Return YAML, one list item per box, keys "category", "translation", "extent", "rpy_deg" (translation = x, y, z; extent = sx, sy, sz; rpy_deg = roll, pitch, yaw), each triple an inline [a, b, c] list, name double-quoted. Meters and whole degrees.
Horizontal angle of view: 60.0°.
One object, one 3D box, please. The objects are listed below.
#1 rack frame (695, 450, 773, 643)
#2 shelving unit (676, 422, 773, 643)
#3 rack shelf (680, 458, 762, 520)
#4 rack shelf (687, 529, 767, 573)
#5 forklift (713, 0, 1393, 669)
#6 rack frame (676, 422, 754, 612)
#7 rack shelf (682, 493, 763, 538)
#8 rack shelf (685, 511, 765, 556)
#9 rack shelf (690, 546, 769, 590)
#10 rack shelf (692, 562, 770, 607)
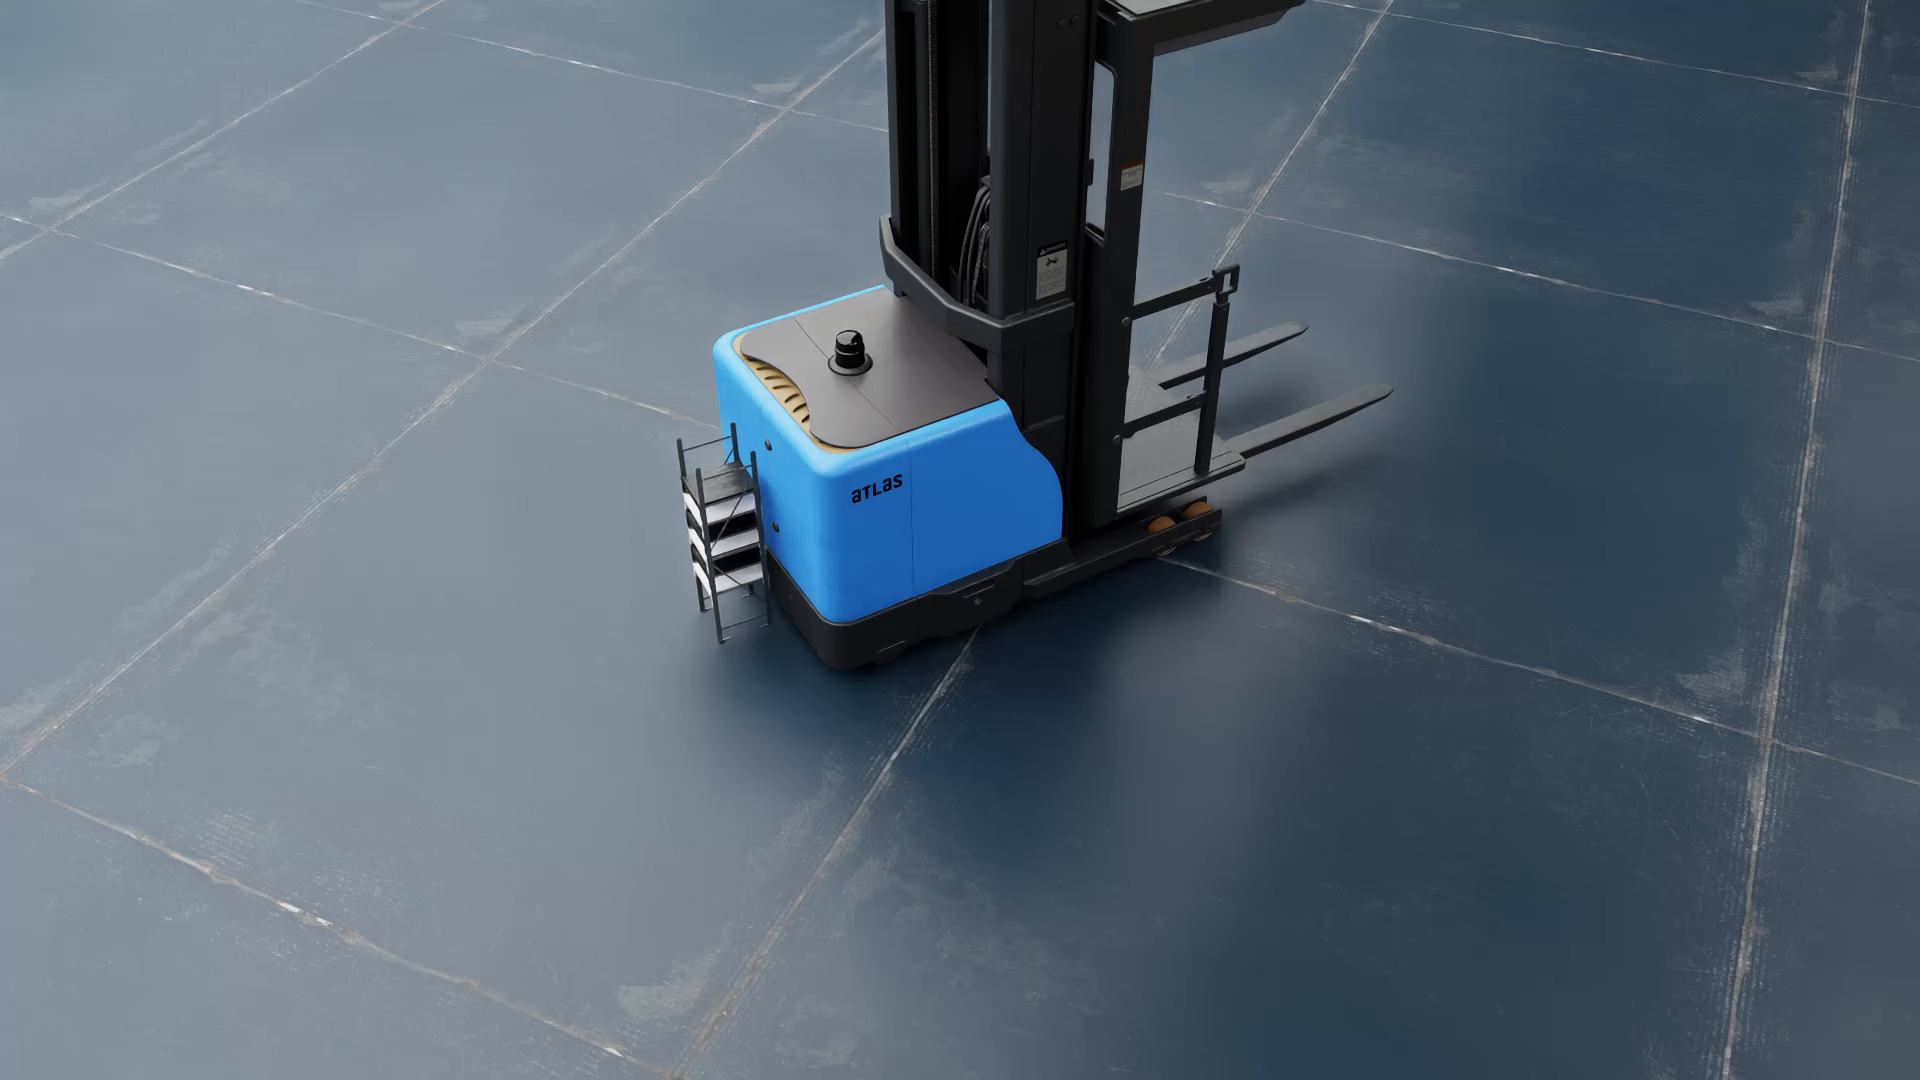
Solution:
- category: "rack frame"
  translation: [-0.878, 0.040, 6.517]
  extent: [0.240, 0.900, 0.006]
  rpy_deg: [-19, 44, -20]
- category: "shelving unit"
  translation: [-0.925, -0.019, 6.585]
  extent: [0.258, 0.900, 0.210]
  rpy_deg: [-19, 44, -20]
- category: "rack shelf"
  translation: [-0.925, -0.198, 6.430]
  extent: [0.258, 0.077, 0.200]
  rpy_deg: [-19, 44, -20]
- category: "rack shelf"
  translation: [-0.925, 0.006, 6.607]
  extent: [0.258, 0.077, 0.200]
  rpy_deg: [-19, 44, -20]
- category: "forklift"
  translation: [0.542, -1.318, 6.533]
  extent: [3.031, 2.935, 1.130]
  rpy_deg: [-21, 45, -23]
- category: "rack frame"
  translation: [-0.972, -0.078, 6.653]
  extent: [0.240, 0.900, 0.006]
  rpy_deg: [-19, 44, -20]
- category: "rack shelf"
  translation: [-0.925, -0.130, 6.489]
  extent: [0.258, 0.077, 0.200]
  rpy_deg: [-19, 44, -20]
- category: "rack shelf"
  translation: [-0.925, -0.062, 6.548]
  extent: [0.258, 0.077, 0.200]
  rpy_deg: [-19, 44, -20]
- category: "rack shelf"
  translation: [-0.925, 0.074, 6.666]
  extent: [0.258, 0.077, 0.200]
  rpy_deg: [-19, 44, -20]
- category: "rack shelf"
  translation: [-0.925, 0.142, 6.725]
  extent: [0.258, 0.077, 0.200]
  rpy_deg: [-19, 44, -20]
